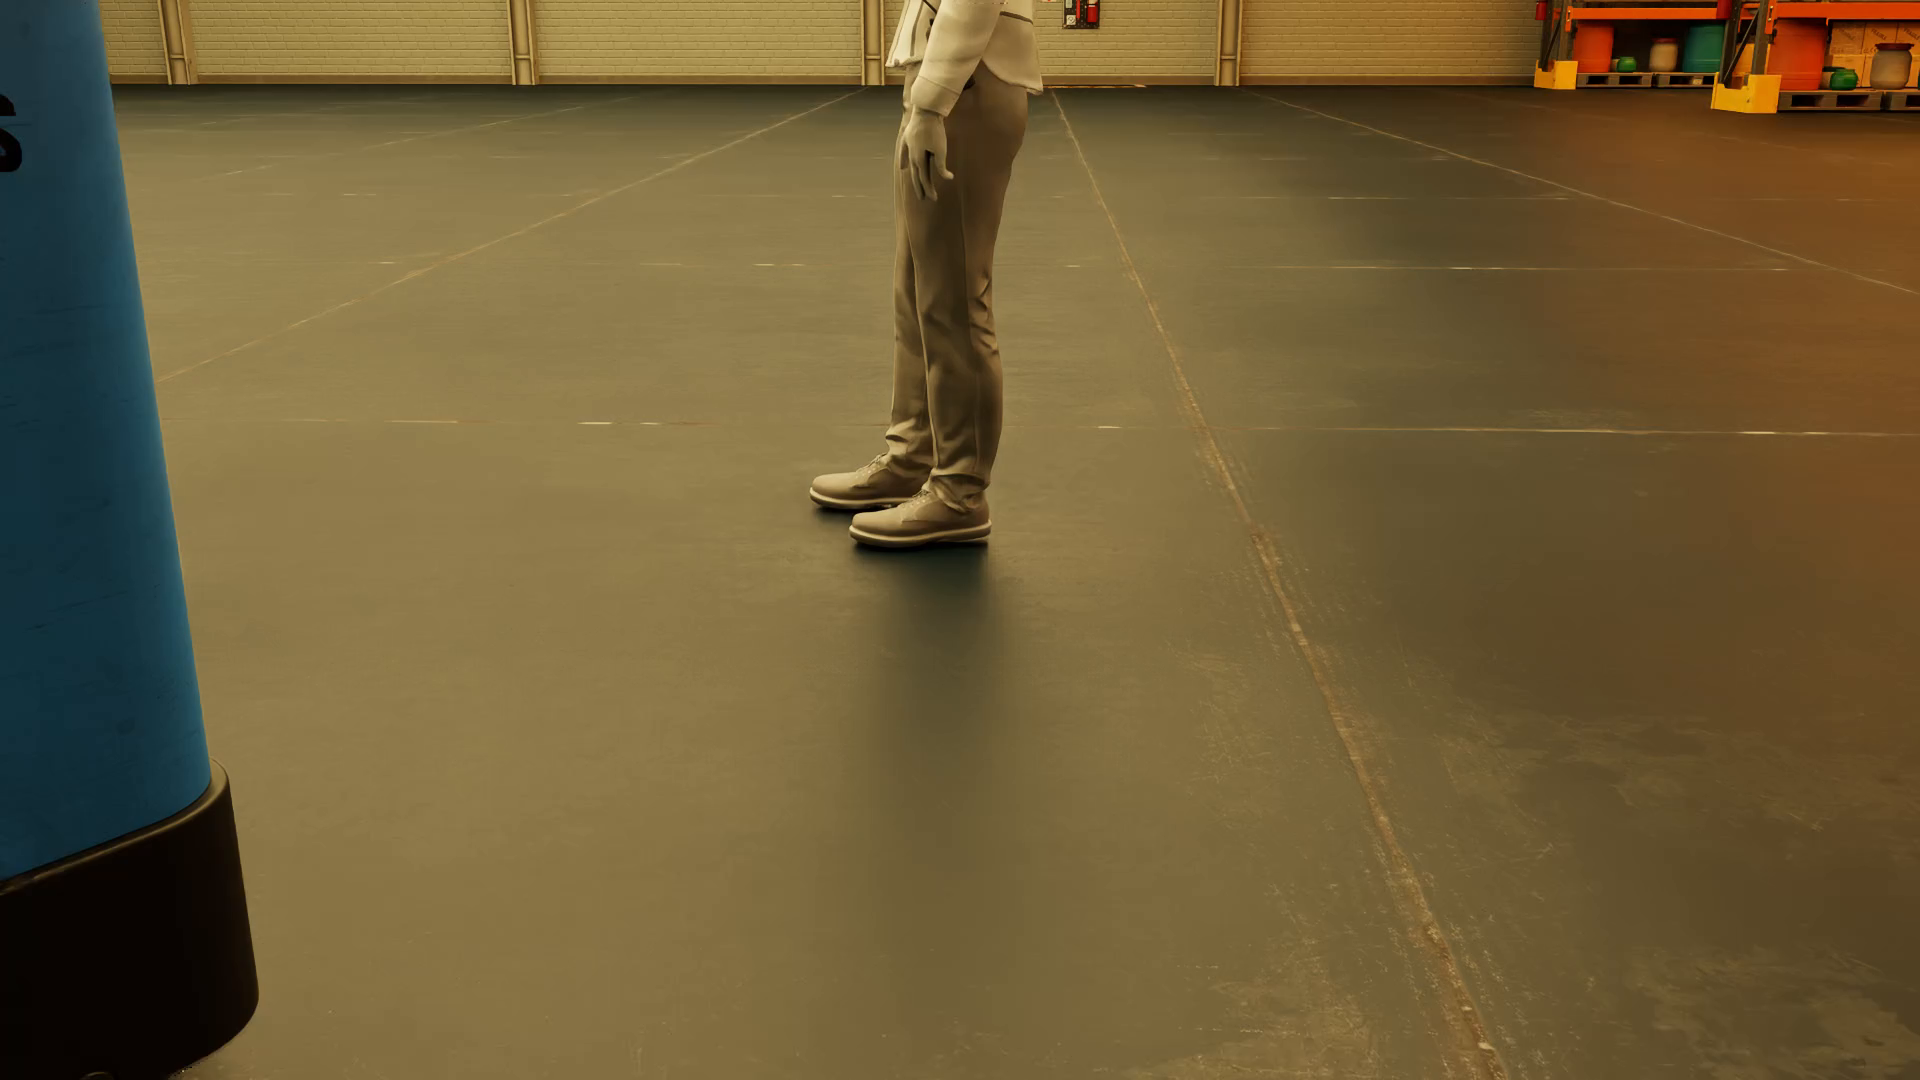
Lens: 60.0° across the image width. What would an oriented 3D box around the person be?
[{"bbox_3d":[-0.067,-0.819,3.126,0.534,1.696,0.587,1,17,2],"label":"person"}]
